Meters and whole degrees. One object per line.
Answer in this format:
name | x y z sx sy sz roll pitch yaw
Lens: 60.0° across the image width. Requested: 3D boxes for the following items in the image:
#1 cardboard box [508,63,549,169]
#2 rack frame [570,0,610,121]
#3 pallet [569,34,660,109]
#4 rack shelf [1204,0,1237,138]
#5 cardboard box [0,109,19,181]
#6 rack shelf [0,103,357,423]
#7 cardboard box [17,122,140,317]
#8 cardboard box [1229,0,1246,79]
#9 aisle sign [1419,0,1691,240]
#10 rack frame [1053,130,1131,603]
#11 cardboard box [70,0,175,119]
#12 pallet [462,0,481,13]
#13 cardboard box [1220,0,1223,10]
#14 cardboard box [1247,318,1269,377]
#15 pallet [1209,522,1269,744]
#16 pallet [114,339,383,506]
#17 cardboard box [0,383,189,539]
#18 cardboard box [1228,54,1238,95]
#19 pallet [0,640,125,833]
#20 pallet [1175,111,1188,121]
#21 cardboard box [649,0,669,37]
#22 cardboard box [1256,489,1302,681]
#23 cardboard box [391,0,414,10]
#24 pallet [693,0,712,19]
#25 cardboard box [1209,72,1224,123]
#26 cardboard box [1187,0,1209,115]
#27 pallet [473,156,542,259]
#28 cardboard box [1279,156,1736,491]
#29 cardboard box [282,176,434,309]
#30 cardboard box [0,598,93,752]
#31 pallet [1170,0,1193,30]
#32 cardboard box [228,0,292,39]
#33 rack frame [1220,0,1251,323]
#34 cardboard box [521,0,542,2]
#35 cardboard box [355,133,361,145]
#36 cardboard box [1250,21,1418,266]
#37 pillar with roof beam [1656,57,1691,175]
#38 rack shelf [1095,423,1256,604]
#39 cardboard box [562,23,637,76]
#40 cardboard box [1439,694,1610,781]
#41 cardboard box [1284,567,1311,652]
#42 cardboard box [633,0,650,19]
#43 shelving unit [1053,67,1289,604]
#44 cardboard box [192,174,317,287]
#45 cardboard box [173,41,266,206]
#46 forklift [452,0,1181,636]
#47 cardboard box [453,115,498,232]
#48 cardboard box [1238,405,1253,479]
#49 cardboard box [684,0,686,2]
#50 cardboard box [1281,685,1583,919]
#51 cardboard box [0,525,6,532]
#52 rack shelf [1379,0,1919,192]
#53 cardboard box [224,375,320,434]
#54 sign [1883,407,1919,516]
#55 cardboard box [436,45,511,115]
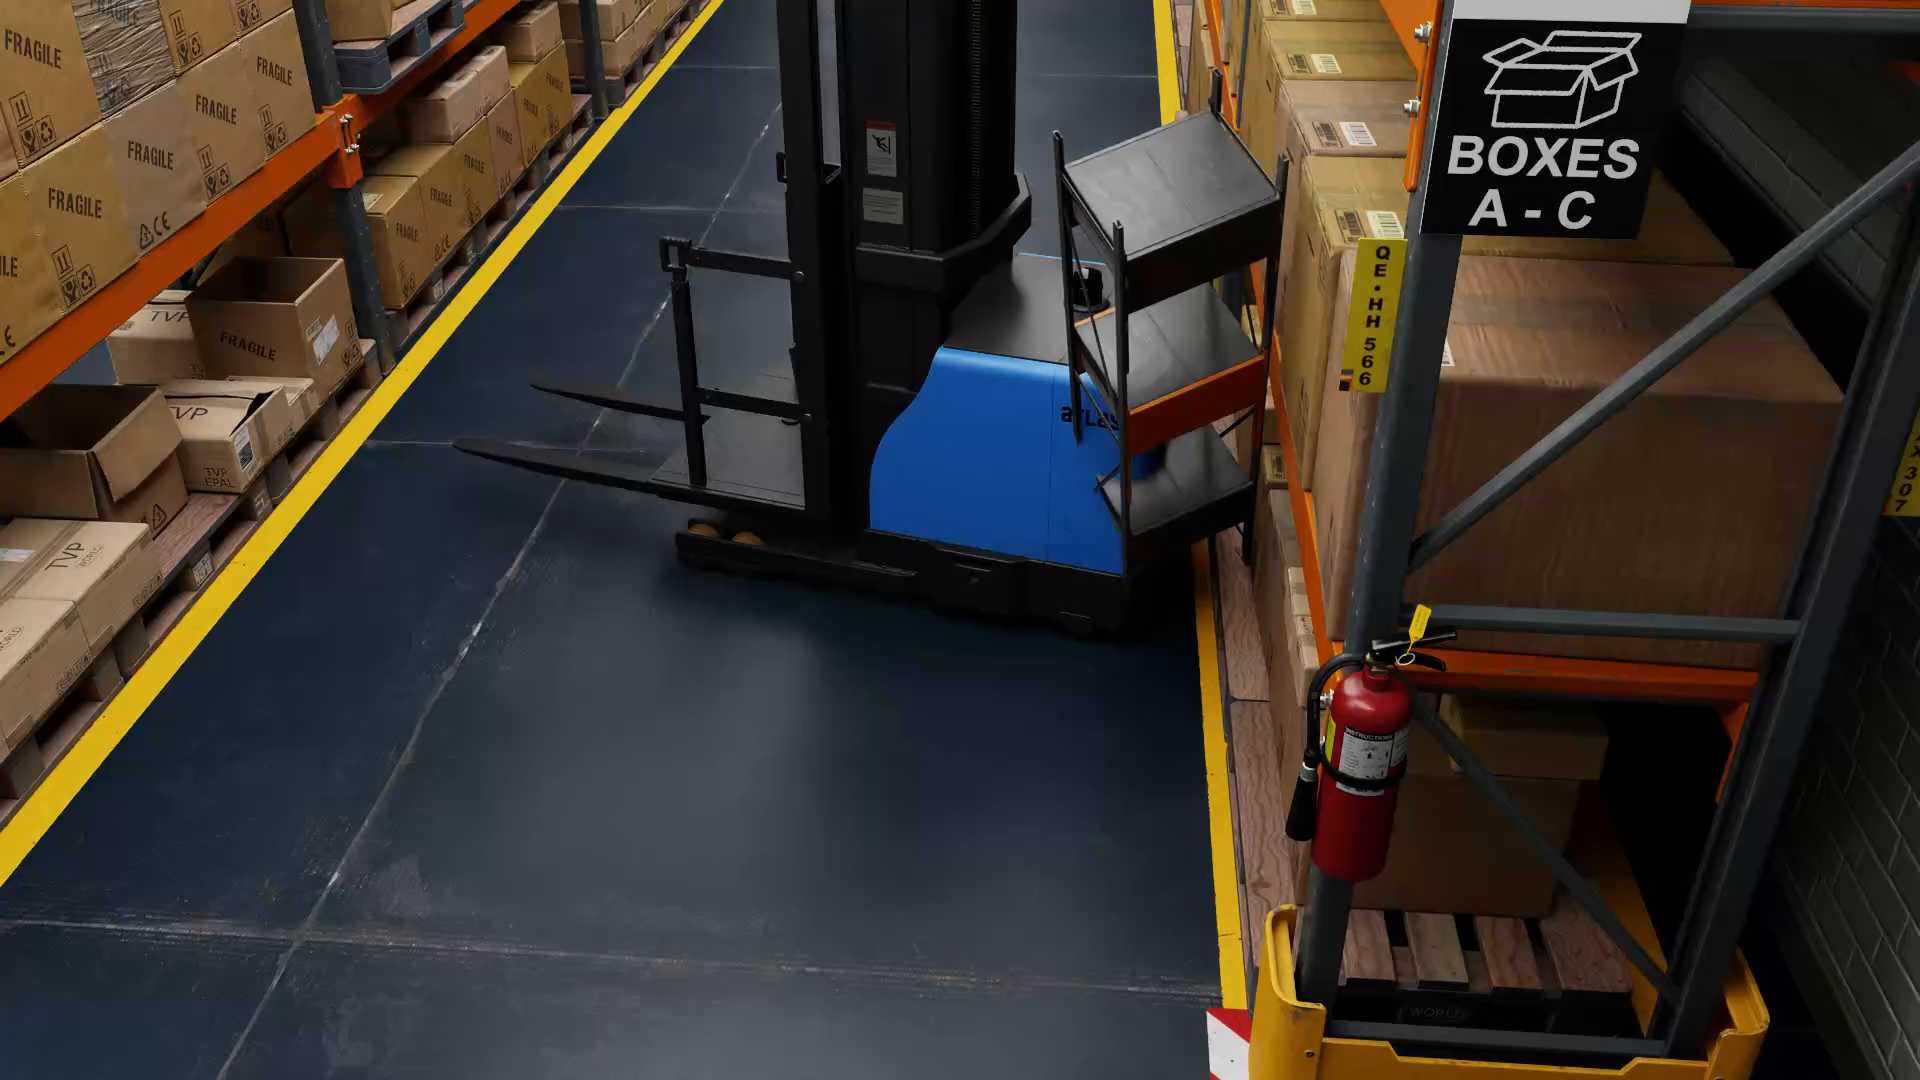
cardboard box | -2.817 -2.560 10.009 0.500 0.500 0.500 1 32 2
rack frame | -2.932 -4.207 10.717 1.000 3.000 0.127 2 32 4
pallet | -2.826 -3.449 12.145 1.003 0.211 1.213 2 32 4
rack shelf | 1.843 -2.645 8.869 1.077 0.370 4.000 2 32 4
cardboard box | -3.204 -1.248 4.867 0.500 0.500 0.500 3 32 5
rack shelf | -3.420 -0.763 5.815 1.077 0.370 4.000 2 32 4
cardboard box | -3.162 -1.081 5.549 0.500 0.500 0.500 3 32 5
cardboard box | 1.466 -2.335 7.283 0.500 0.500 0.500 2 32 3
aisle sign | 1.049 -0.896 2.867 0.394 0.787 0.004 2 32 4
rack frame | 0.442 -0.413 5.316 0.015 2.100 0.400 -23 59 -8
cardboard box | -3.121 -1.776 5.725 0.500 0.500 0.500 3 32 4
pallet | -3.086 -3.108 9.117 1.003 0.211 1.213 2 32 4
cardboard box | 1.547 -2.865 8.142 0.500 0.500 0.500 3 32 4
cardboard box | 1.307 -0.738 6.453 0.380 0.149 0.250 3 32 6
pallet | 1.443 0.315 6.037 1.003 0.211 1.213 2 32 4
pallet | -3.314 -0.569 7.472 1.003 0.211 1.213 2 32 4
cardboard box | -3.405 -0.257 6.268 0.797 0.503 0.637 2 32 4
cardboard box | 1.422 -2.129 7.566 0.380 0.149 0.250 3 32 5
pallet | -3.513 0.707 5.402 1.003 0.211 1.213 2 32 4
pallet | 1.866 -2.401 10.445 1.003 0.211 1.213 2 32 4
cardboard box | -2.520 -4.011 12.621 0.500 0.250 0.500 2 32 3
cardboard box | 1.393 0.176 5.587 0.700 0.500 0.500 1 32 2
cardboard box | -3.003 -2.937 8.161 0.700 0.500 0.500 7 32 12
pallet | -2.627 -4.724 14.215 1.003 0.211 1.213 2 32 4
cardboard box | 1.673 -1.980 8.752 0.750 0.750 0.750 3 32 5
cardboard box | 1.815 -2.882 10.216 0.750 0.750 0.750 2 32 3
pallet | -3.132 -1.995 9.786 1.003 0.211 1.213 2 32 4
cardboard box | 1.434 -0.590 4.562 0.980 0.700 0.700 2 32 4
cardboard box | -2.975 -1.481 8.257 0.500 0.500 0.500 1 32 2
cardboard box | -3.216 0.426 5.401 0.500 0.250 0.500 2 32 4
pallet | 2.269 -4.495 13.842 1.003 0.211 1.213 2 32 4
cardboard box | -3.041 -2.308 6.588 0.500 0.500 0.500 3 32 4
rack frame | 1.680 -1.906 6.983 1.000 3.000 0.127 2 32 4
cardboard box | -3.135 -3.738 11.643 0.500 0.311 0.500 3 32 5
cardboard box | -3.413 -2.029 9.147 0.500 0.500 0.500 3 32 5
cardboard box | 1.555 -1.369 5.826 0.980 0.700 0.700 2 32 3
pillar with roof beam | -1.806 -4.240 5.054 9.100 9.000 0.400 2 32 4
rack shelf | 0.734 -0.134 5.953 0.480 0.518 0.431 -23 59 -8
cardboard box | -2.597 -3.476 11.752 0.500 0.250 0.500 2 32 4
cardboard box | 1.501 0.499 4.445 0.380 0.149 0.250 3 32 4
cardboard box | 1.160 0.216 4.904 0.380 0.149 0.250 3 32 5
cardboard box | -2.562 -3.990 12.052 0.500 0.311 0.500 2 32 3
shelving unit | 0.664 -0.508 5.349 0.503 2.100 0.431 -23 59 -8
cardboard box | -3.503 -1.509 8.302 0.500 0.500 0.500 2 32 4
cardboard box | -3.083 -1.616 6.418 0.500 0.500 0.500 3 32 5
forklift | -0.594 -1.357 6.159 3.031 2.935 1.130 10 33 16
cardboard box | -2.895 -2.021 9.134 0.500 0.500 0.500 3 32 5
cardboard box | 1.473 -0.371 6.475 0.700 0.500 0.500 2 32 3
cardboard box | -2.435 -4.545 13.487 0.500 0.250 0.500 3 32 5
cardboard box | 1.312 0.701 4.736 0.700 0.500 0.500 2 32 4
cardboard box | -3.677 0.169 5.818 0.500 0.250 0.500 2 32 4
rack shelf | 1.517 -1.831 4.688 1.077 0.370 4.000 2 32 4
cardboard box | -2.992 -0.580 7.130 0.380 0.149 0.250 2 32 4
sign | 1.907 -0.189 3.298 0.100 0.325 0.005 2 32 4
cardboard box | -2.854 -2.585 9.335 0.500 0.250 0.500 2 32 3
